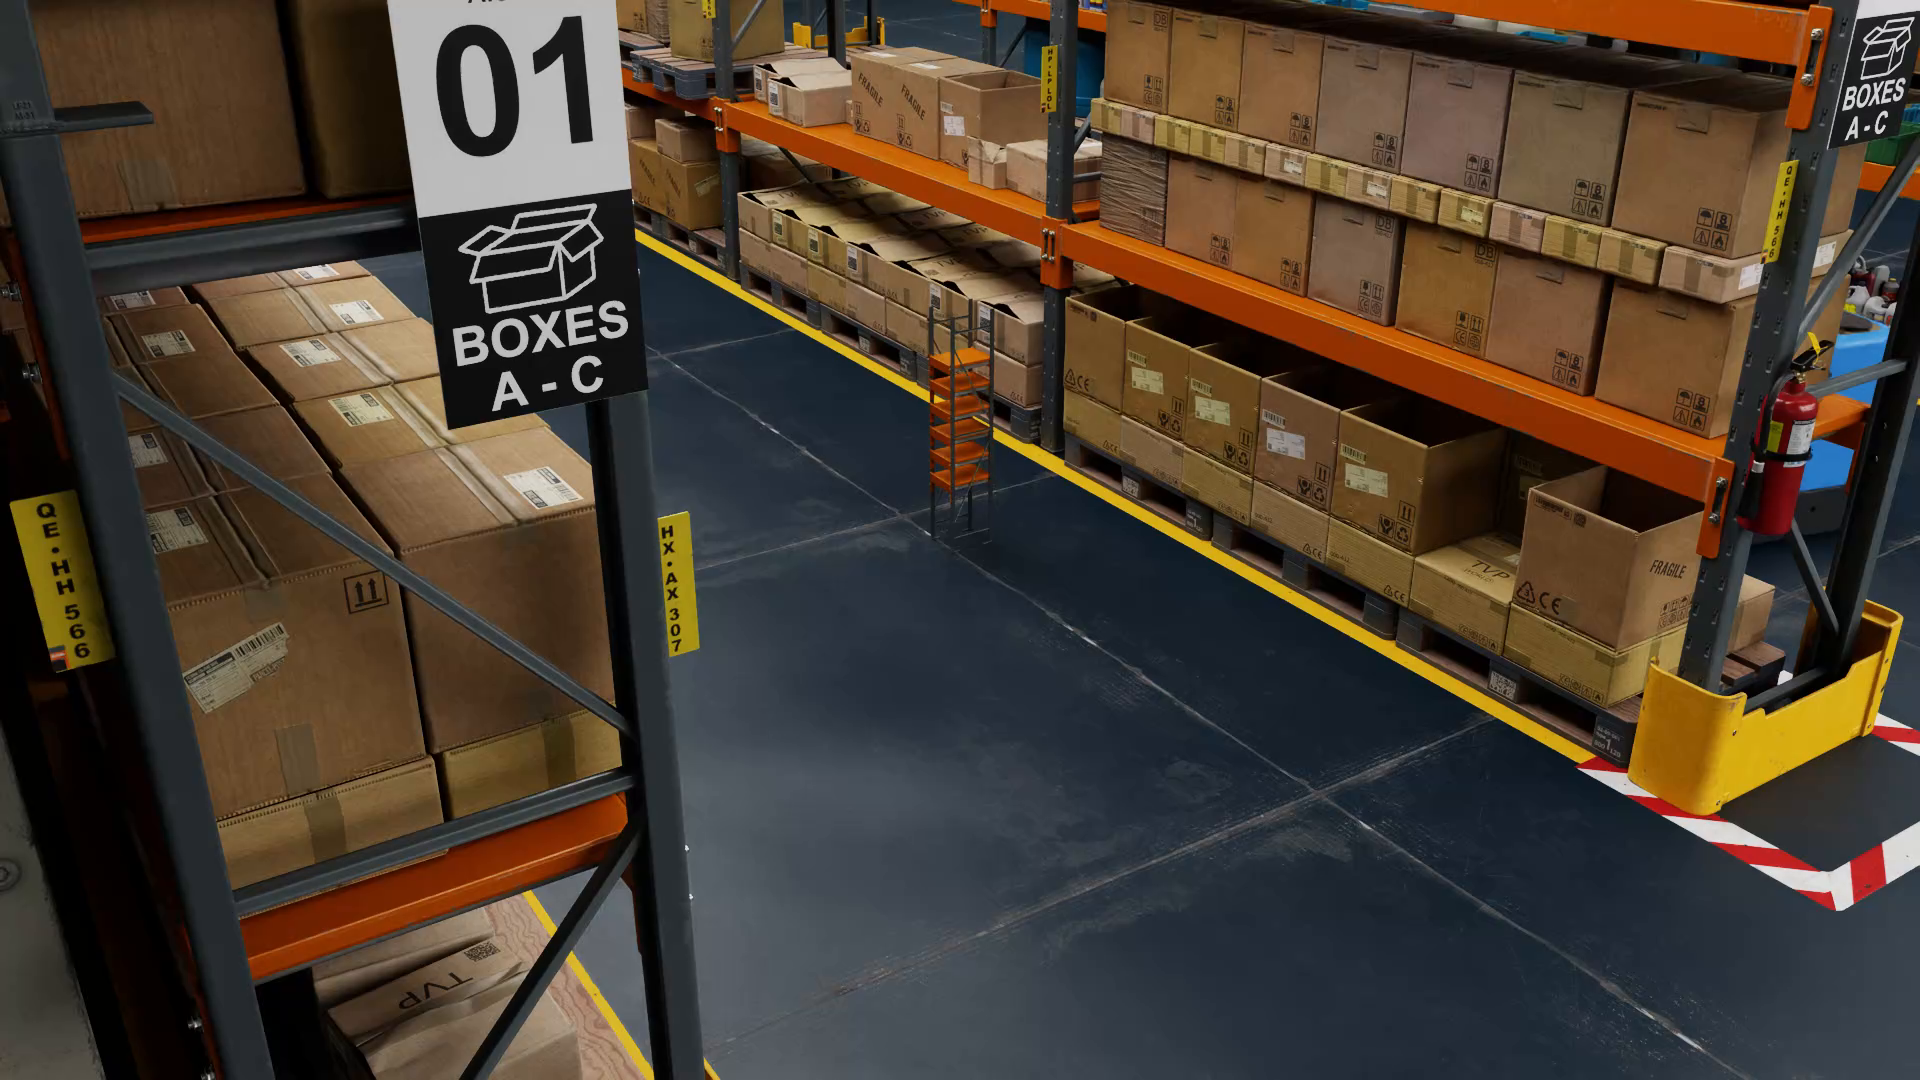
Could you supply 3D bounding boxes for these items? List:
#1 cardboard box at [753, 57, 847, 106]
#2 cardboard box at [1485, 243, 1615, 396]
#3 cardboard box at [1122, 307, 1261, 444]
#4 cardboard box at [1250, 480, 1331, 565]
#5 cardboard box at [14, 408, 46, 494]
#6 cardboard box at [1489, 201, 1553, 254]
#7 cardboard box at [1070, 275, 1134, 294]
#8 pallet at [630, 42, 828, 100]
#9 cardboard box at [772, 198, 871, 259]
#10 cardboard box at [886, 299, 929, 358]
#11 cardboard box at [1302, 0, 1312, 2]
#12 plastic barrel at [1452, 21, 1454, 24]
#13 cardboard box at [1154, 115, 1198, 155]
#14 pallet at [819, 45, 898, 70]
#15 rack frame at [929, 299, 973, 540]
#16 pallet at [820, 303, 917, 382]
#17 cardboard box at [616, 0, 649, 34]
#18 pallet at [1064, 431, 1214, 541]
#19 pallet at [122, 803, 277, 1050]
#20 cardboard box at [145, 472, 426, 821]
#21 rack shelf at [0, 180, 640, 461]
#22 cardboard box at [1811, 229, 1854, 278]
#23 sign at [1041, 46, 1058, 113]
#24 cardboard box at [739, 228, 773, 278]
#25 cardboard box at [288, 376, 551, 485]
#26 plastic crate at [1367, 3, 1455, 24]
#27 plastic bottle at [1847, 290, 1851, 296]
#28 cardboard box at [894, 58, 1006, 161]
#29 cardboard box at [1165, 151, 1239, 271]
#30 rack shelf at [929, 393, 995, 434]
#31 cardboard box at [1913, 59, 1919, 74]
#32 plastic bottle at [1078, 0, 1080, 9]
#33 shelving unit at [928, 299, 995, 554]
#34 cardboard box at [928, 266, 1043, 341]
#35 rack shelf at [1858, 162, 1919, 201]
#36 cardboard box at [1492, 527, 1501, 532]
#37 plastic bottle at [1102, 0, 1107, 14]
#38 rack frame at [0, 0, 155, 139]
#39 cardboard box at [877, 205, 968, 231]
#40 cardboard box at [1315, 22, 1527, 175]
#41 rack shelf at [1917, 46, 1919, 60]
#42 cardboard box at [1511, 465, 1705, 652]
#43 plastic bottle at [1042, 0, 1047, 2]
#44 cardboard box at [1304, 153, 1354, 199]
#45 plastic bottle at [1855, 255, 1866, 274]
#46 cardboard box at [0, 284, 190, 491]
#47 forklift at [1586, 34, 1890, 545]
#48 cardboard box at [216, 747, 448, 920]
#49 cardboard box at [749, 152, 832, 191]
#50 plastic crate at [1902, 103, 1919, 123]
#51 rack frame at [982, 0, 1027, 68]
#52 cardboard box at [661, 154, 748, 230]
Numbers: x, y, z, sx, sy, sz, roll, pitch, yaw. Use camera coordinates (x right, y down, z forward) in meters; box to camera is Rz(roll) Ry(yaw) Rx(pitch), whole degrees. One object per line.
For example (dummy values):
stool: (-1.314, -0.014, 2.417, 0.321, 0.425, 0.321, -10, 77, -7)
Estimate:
cardboard box: (-1.119, -3.220, 11.661, 0.500, 0.311, 0.500, -14, 28, -26)
cardboard box: (2.552, -0.941, 6.612, 0.700, 0.500, 0.500, -15, 29, -28)
cardboard box: (1.173, -0.839, 8.365, 0.500, 0.500, 0.500, -16, 29, -30)
cardboard box: (1.717, -0.142, 7.766, 0.500, 0.250, 0.500, -16, 29, -30)
cardboard box: (-2.879, -0.359, 5.648, 0.500, 0.250, 0.500, -17, 30, -31)
cardboard box: (2.299, -1.245, 6.496, 0.380, 0.149, 0.250, -15, 29, -29)
cardboard box: (0.886, -1.376, 9.722, 0.500, 0.311, 0.500, -15, 29, -29)
pallet: (-1.710, -3.540, 12.459, 1.213, 0.211, 1.003, -16, 29, -30)
cardboard box: (-0.947, -2.159, 11.381, 0.500, 0.311, 0.500, -16, 30, -31)
cardboard box: (-0.121, -1.361, 10.348, 0.500, 0.250, 0.500, -15, 29, -28)
cardboard box: (4.544, -6.622, 20.761, 0.875, 0.875, 0.875, -16, 29, -30)
plastic barrel: (3.842, -4.135, 13.365, 0.421, 0.512, 0.421, 0, 25, 0)
cardboard box: (1.167, -1.985, 8.065, 0.380, 0.149, 0.250, -16, 30, -31)
pallet: (-1.078, -5.850, 20.394, 1.003, 0.211, 1.213, -16, 29, -30)
rack frame: (-0.042, -0.570, 8.052, 0.240, 1.200, 0.006, -16, 29, -30)
pallet: (-0.202, -1.400, 10.968, 1.003, 0.211, 1.213, -16, 29, -30)
cardboard box: (-2.448, -4.449, 13.551, 0.500, 0.500, 0.700, 21, 33, 37)
pallet: (1.302, -0.414, 8.880, 1.003, 0.211, 1.213, -16, 29, -30)
pallet: (-2.179, 1.116, 5.639, 1.003, 0.211, 1.213, -16, 29, -30)
cardboard box: (-1.497, 0.217, 3.549, 0.500, 0.500, 0.500, -16, 30, -30)
rack shelf: (-2.154, -1.130, 4.458, 1.077, 0.370, 4.000, -16, 29, -30)
cardboard box: (3.053, -1.068, 6.122, 0.380, 0.149, 0.250, -16, 30, -30)
sign: (0.453, -2.327, 8.403, 0.100, 0.325, 0.005, -16, 29, -30)
cardboard box: (-1.241, -2.091, 11.895, 0.500, 0.250, 0.500, -16, 29, -30)
cardboard box: (-1.332, -0.083, 4.187, 0.500, 0.500, 0.500, -15, 29, -29)
plastic crate: (3.497, -3.933, 12.992, 0.402, 0.464, 0.583, -16, 29, -30)
plastic bottle: (5.593, -1.528, 10.649, 0.152, 0.276, 0.135, -16, 29, -30)
cardboard box: (-0.064, -2.661, 10.256, 0.500, 0.500, 0.500, -15, 29, -29)
cardboard box: (1.444, -1.670, 8.158, 0.700, 0.500, 0.500, -16, 30, -30)
rack shelf: (0.008, -0.606, 7.951, 0.258, 0.103, 0.180, -16, 29, -30)
cardboard box: (11.489, -5.761, 19.083, 1.050, 0.750, 0.750, -16, 30, -30)
plastic bottle: (1.167, -5.261, 16.113, 0.097, 0.201, 0.097, 0, 25, 0)
shelving unit: (0.008, -0.537, 7.983, 0.258, 1.200, 0.189, -16, 29, -30)
cardboard box: (0.152, -1.432, 9.842, 0.500, 0.311, 0.500, -15, 29, -28)
rack shelf: (6.147, -2.082, 9.989, 1.077, 0.370, 4.000, -16, 29, -30)
cardboard box: (2.431, -0.086, 7.647, 0.500, 0.250, 0.500, -16, 29, -30)
plastic bottle: (1.444, -5.166, 15.736, 0.144, 0.351, 0.185, -16, 29, -30)
rack frame: (-1.062, -2.096, 2.149, 1.000, 3.000, 0.127, -16, 29, -30)
cardboard box: (-0.226, -2.105, 11.267, 0.500, 0.311, 0.500, -16, 30, -30)
cardboard box: (1.972, -1.906, 7.136, 0.700, 0.500, 0.500, -16, 29, -30)
rack shelf: (8.113, -4.667, 15.465, 1.077, 0.370, 4.000, -16, 29, -30)
cardboard box: (2.544, 0.053, 6.474, 0.500, 0.500, 0.500, -16, 29, -30)
plastic bottle: (0.861, -5.493, 16.522, 0.097, 0.271, 0.097, 0, 25, 0)
cardboard box: (1.736, -1.614, 7.278, 0.380, 0.149, 0.250, -16, 30, -30)
plastic bottle: (5.929, -1.776, 11.087, 0.144, 0.351, 0.185, -16, 29, -30)
cardboard box: (-2.617, -0.512, 5.095, 0.500, 0.500, 0.500, -15, 29, -28)
forklift: (3.506, -1.874, 8.787, 1.130, 2.935, 3.031, -8, 27, -17)
cardboard box: (-1.480, 0.554, 3.716, 0.500, 0.250, 0.500, -15, 29, -29)
cardboard box: (-1.290, -2.698, 12.865, 0.500, 0.500, 0.500, -14, 29, -27)
plastic crate: (5.887, -2.723, 10.678, 0.499, 0.251, 0.616, -16, 29, -30)
rack frame: (0.688, -5.984, 17.412, 1.000, 3.000, 0.127, -16, 29, -30)
cardboard box: (-1.988, -2.749, 12.972, 0.500, 0.500, 0.500, -14, 29, -28)
